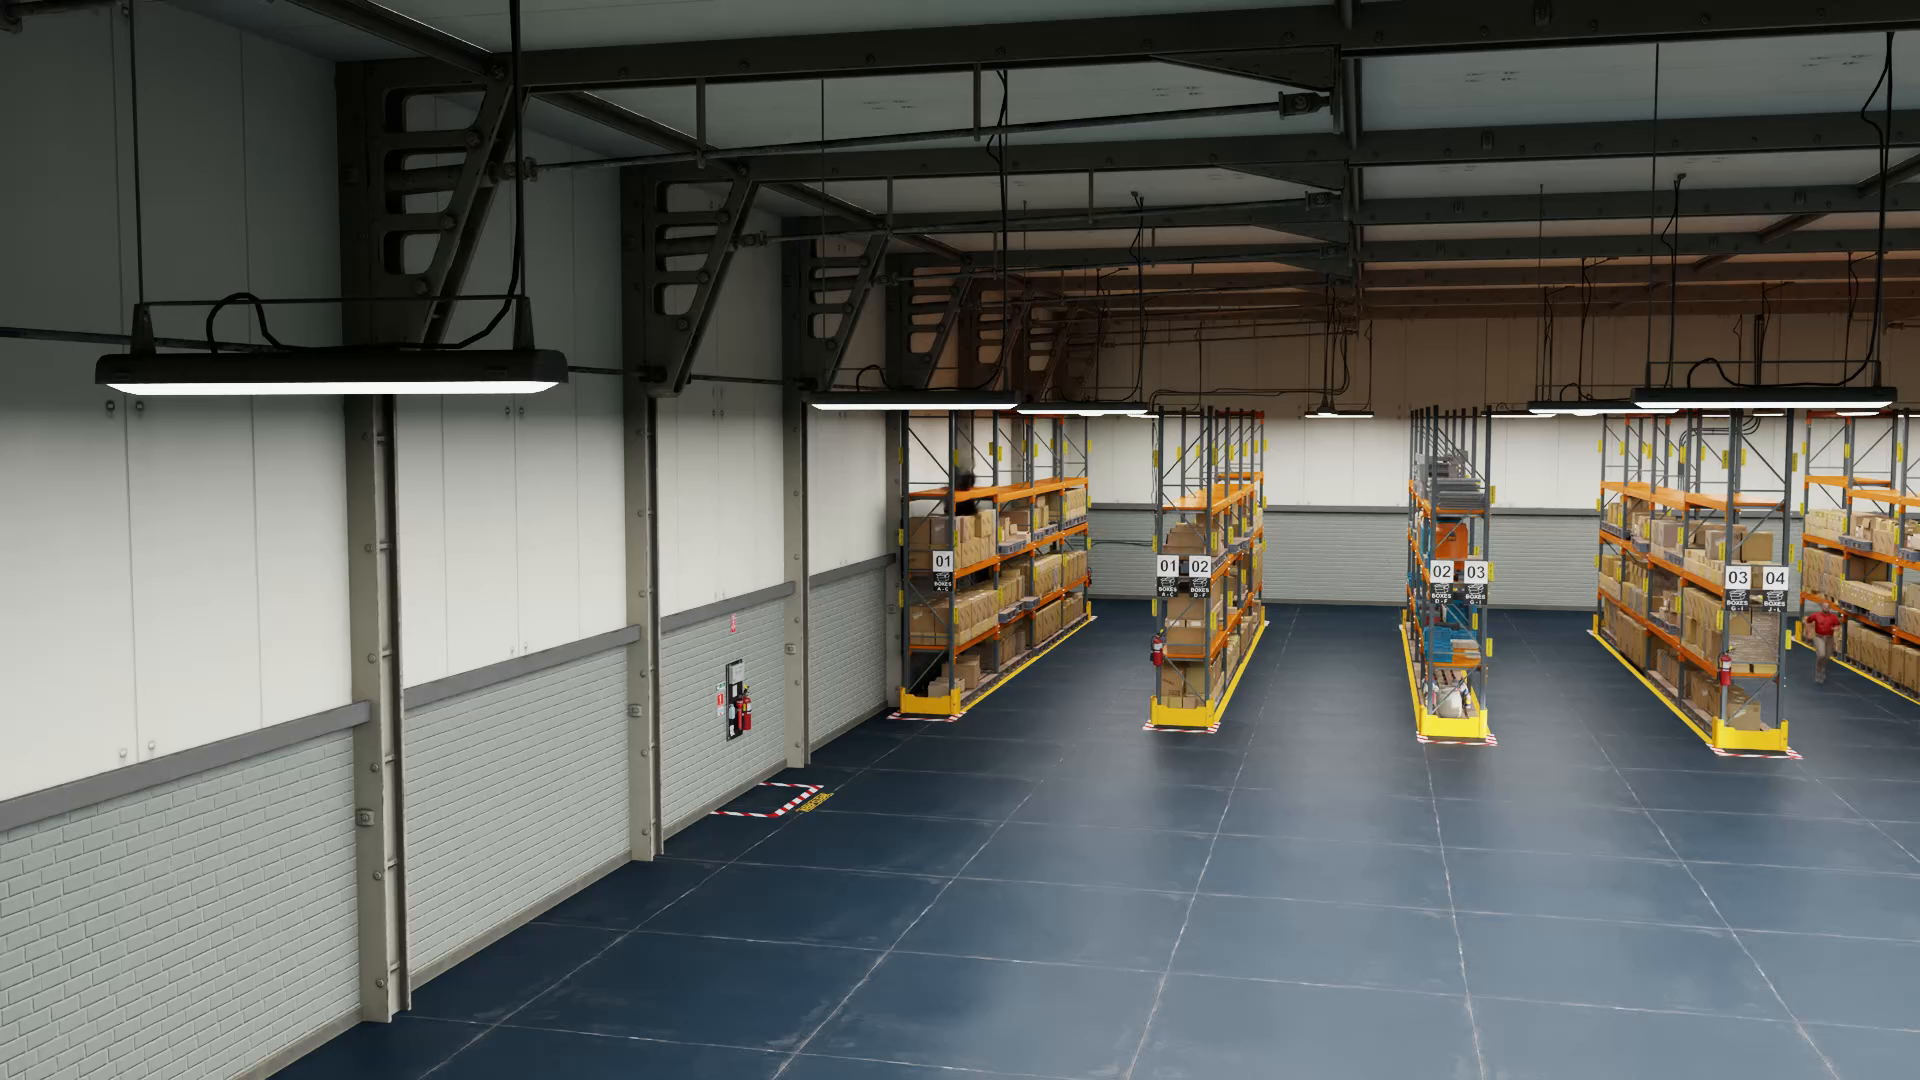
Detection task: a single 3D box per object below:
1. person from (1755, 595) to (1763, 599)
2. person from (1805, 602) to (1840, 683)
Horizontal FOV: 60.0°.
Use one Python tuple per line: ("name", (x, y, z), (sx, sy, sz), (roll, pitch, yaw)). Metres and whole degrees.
("person", (20.095, 1.877, 41.518), (0.681, 1.743, 0.906), (2, 4, 20))
("person", (18.975, 2.255, 36.533), (0.631, 1.798, 0.768), (0, 4, 6))
